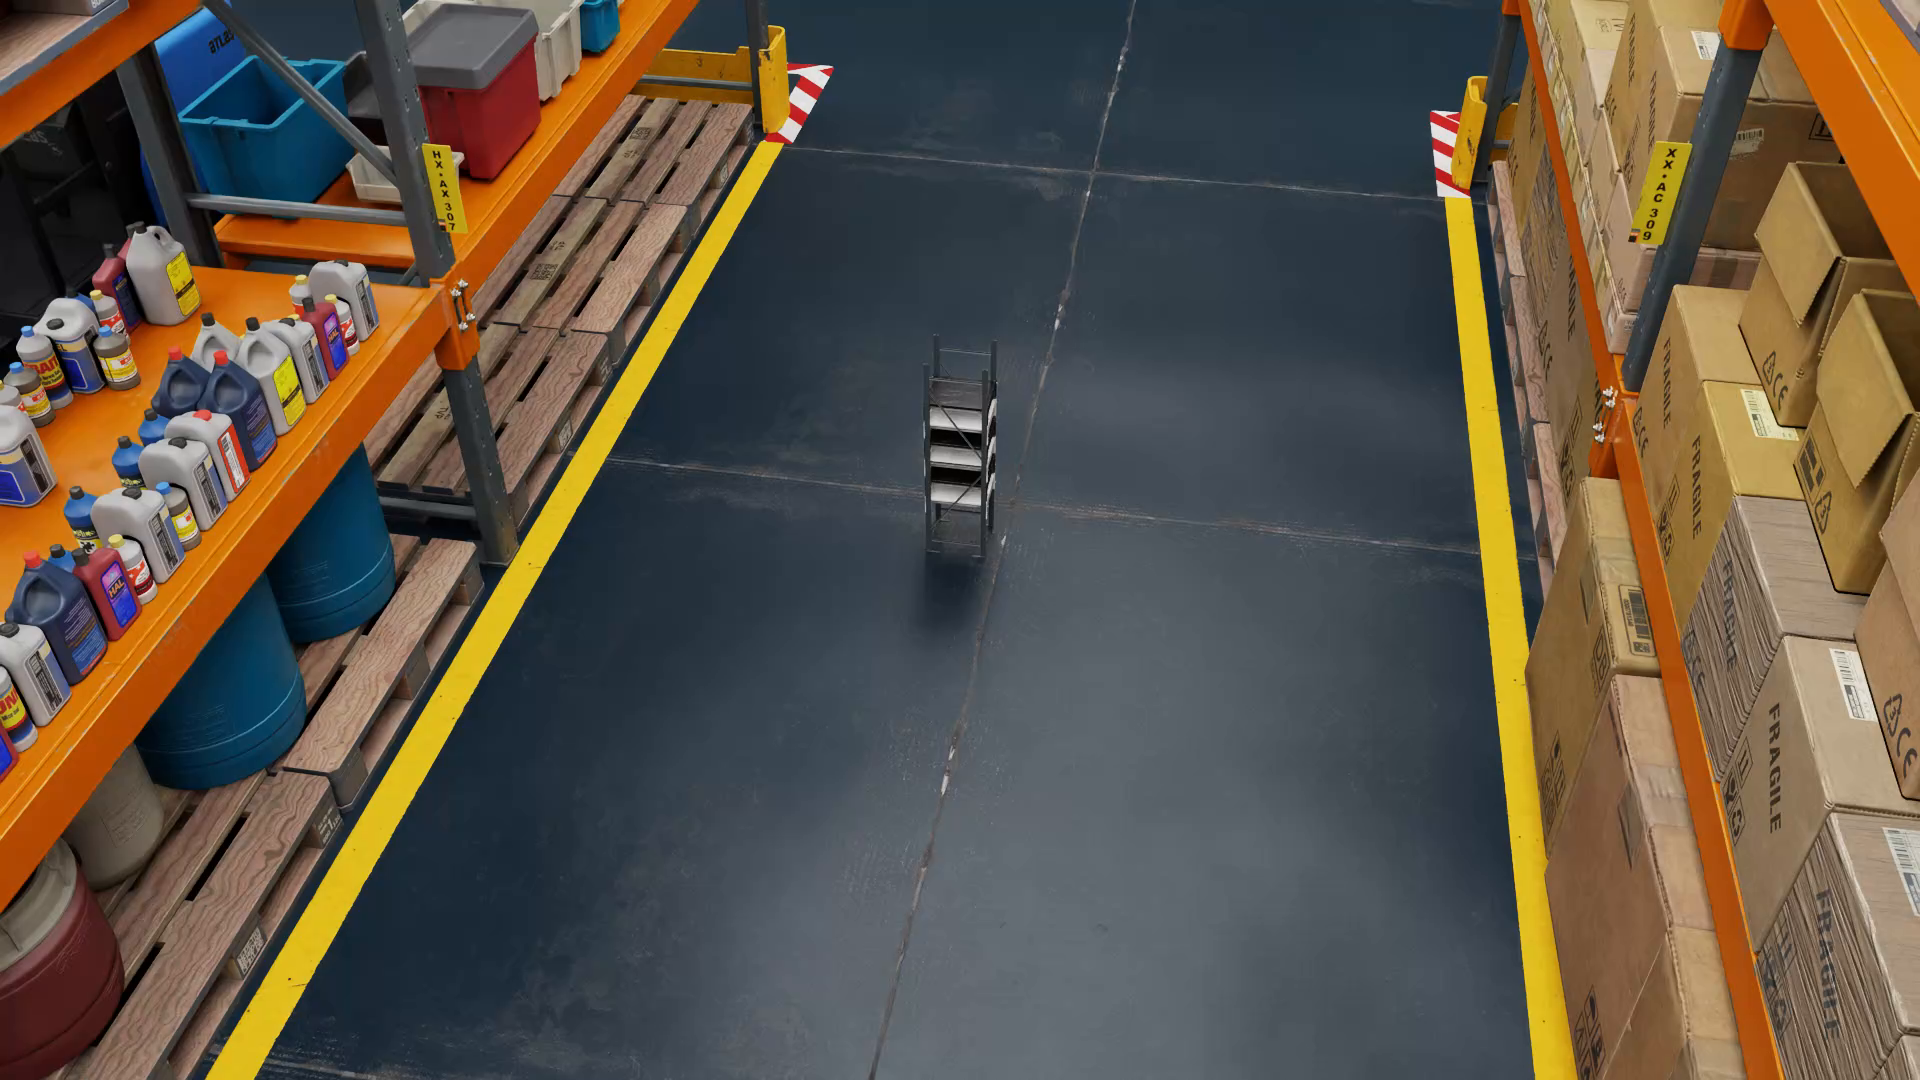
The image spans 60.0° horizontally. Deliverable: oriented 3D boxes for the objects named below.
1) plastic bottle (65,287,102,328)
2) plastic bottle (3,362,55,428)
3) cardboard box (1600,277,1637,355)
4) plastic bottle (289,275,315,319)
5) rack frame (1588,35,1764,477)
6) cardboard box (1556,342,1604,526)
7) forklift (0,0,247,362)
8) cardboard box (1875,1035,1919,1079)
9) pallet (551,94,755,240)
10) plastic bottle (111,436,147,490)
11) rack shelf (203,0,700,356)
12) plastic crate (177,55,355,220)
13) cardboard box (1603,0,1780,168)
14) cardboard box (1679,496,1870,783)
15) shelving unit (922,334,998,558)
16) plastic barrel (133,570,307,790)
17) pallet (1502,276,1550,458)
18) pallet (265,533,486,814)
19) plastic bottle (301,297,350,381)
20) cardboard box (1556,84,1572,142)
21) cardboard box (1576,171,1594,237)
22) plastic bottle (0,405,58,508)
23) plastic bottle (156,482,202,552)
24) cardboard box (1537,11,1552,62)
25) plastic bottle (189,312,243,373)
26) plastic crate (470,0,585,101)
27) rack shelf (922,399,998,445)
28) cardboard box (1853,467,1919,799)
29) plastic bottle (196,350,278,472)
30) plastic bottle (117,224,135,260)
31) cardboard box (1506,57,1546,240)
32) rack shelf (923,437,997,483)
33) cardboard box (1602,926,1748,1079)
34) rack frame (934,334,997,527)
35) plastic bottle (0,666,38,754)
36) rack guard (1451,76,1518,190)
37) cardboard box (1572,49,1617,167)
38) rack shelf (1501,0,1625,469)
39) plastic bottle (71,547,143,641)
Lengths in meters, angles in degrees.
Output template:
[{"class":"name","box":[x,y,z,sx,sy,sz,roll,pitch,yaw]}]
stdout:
[{"class":"plastic bottle","box":[-2.803,-0.686,5.326,0.097,0.271,0.097,0,40,0]},{"class":"plastic bottle","box":[-2.860,-0.452,5.099,0.097,0.201,0.097,0,40,0]},{"class":"cardboard box","box":[2.331,-0.722,5.466,0.380,0.149,0.250,7,40,8]},{"class":"plastic bottle","box":[-2.154,-0.780,5.495,0.097,0.201,0.097,0,40,0]},{"class":"rack frame","box":[2.601,-0.591,5.111,1.000,3.000,0.127,6,40,8]},{"class":"cardboard box","box":[2.794,-0.340,6.145,0.875,0.875,0.875,6,40,8]},{"class":"forklift","box":[-4.496,-2.207,7.120,1.130,2.935,3.031,9,40,10]},{"class":"cardboard box","box":[1.842,1.231,2.828,0.500,0.500,0.500,6,40,7]},{"class":"pallet","box":[-1.766,-2.060,9.076,1.003,0.211,1.213,6,40,8]},{"class":"plastic bottle","box":[-2.327,-0.177,4.711,0.097,0.271,0.097,0,40,0]},{"class":"rack shelf","box":[-1.932,-2.115,7.519,1.077,0.370,4.000,6,40,8]},{"class":"plastic crate","box":[-2.533,-1.485,6.158,0.392,0.384,0.575,6,40,8]},{"class":"cardboard box","box":[2.508,-1.569,5.590,0.500,0.500,0.500,7,40,8]},{"class":"cardboard box","box":[2.102,0.261,4.002,0.500,0.500,0.500,6,40,7]},{"class":"shelving unit","box":[0.001,-0.352,6.469,0.258,0.900,0.210,6,40,8]},{"class":"plastic barrel","box":[-2.511,0.293,5.358,0.600,0.901,0.708,6,40,8]},{"class":"pallet","box":[3.018,-0.753,7.495,1.003,0.211,1.213,6,40,8]},{"class":"pallet","box":[-2.452,0.417,6.080,1.003,0.211,1.213,6,40,8]},{"class":"plastic bottle","box":[-2.023,-0.659,5.285,0.061,0.283,0.133,6,40,8]},{"class":"cardboard box","box":[2.598,-1.688,6.635,0.380,0.149,0.250,7,40,8]},{"class":"cardboard box","box":[2.464,-1.206,6.052,0.380,0.149,0.250,7,40,9]},{"class":"plastic bottle","box":[-2.743,-0.243,4.788,0.152,0.276,0.135,6,40,8]},{"class":"plastic bottle","box":[-2.194,-0.072,4.639,0.097,0.201,0.097,0,40,0]},{"class":"cardboard box","box":[2.730,-2.173,7.222,0.380,0.149,0.250,6,40,7]},{"class":"plastic bottle","box":[-2.256,-0.521,5.065,0.144,0.351,0.185,6,40,8]},{"class":"plastic crate","box":[-1.832,-2.053,6.925,0.437,0.282,0.530,6,40,8]},{"class":"rack shelf","box":[0.001,-0.465,6.376,0.258,0.077,0.200,6,40,8]},{"class":"cardboard box","box":[2.276,0.206,3.281,0.797,0.503,0.637,8,40,9]},{"class":"plastic bottle","box":[-2.146,-0.390,4.906,0.144,0.351,0.185,6,40,8]},{"class":"plastic bottle","box":[-2.761,-0.909,5.588,0.061,0.283,0.133,6,40,8]},{"class":"cardboard box","box":[3.261,-2.034,8.194,0.875,0.875,0.875,6,40,8]},{"class":"rack shelf","box":[0.001,-0.326,6.491,0.258,0.077,0.200,6,40,8]},{"class":"cardboard box","box":[2.210,1.587,3.815,1.225,0.875,0.875,7,40,8]},{"class":"rack frame","box":[0.019,-0.416,6.547,0.240,0.900,0.006,6,40,8]},{"class":"plastic bottle","box":[-2.330,0.392,4.023,0.097,0.271,0.097,0,40,0]},{"class":"rack guard","box":[3.297,-2.153,8.962,1.175,0.500,0.348,6,40,8]},{"class":"cardboard box","box":[2.594,-1.600,6.215,0.500,0.250,0.500,7,40,9]},{"class":"rack shelf","box":[2.947,-1.569,6.859,1.077,0.370,4.000,6,40,8]},{"class":"plastic bottle","box":[-2.236,0.116,4.347,0.061,0.283,0.133,6,40,8]}]
